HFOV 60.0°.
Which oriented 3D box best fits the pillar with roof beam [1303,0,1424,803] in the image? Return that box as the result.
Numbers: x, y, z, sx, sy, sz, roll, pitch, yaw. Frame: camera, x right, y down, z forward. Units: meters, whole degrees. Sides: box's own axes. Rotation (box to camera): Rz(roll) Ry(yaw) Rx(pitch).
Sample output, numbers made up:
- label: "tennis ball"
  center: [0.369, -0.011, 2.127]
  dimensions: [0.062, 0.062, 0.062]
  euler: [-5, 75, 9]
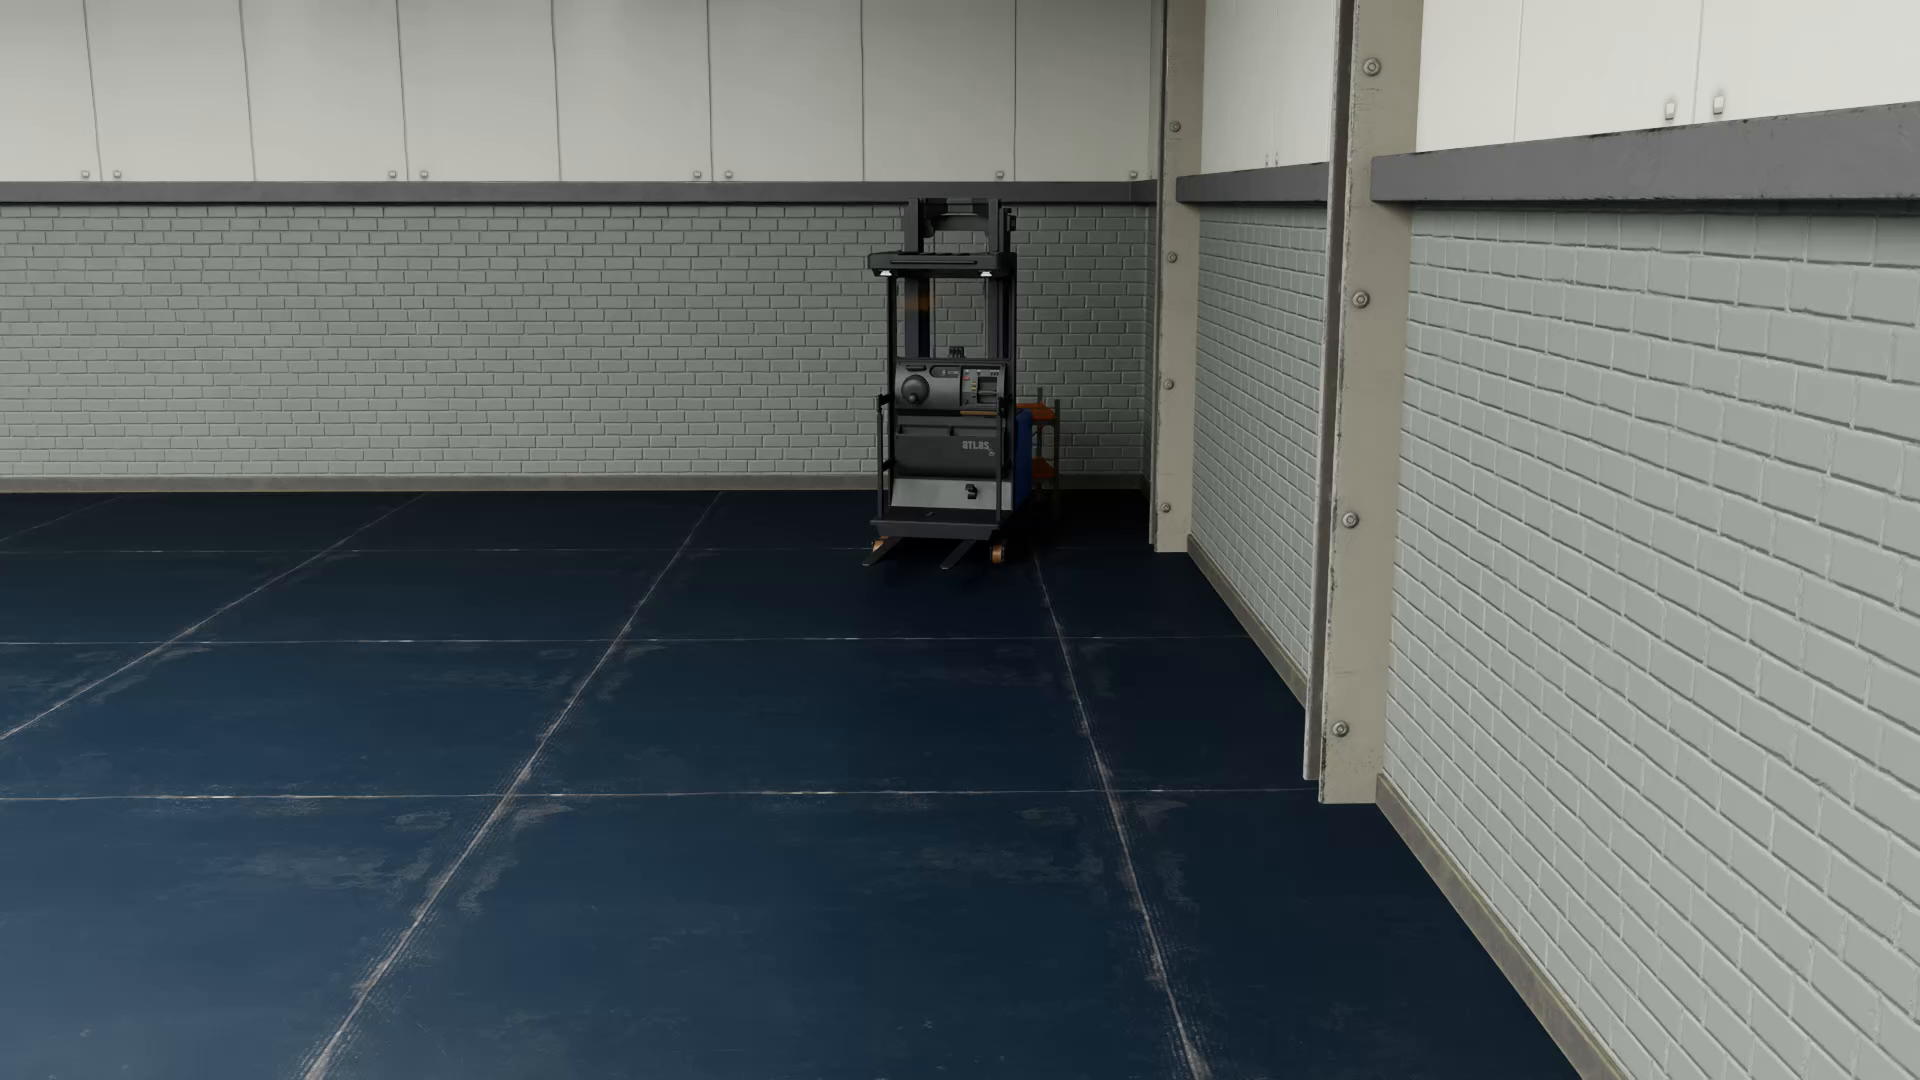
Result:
- label: "pillar with roof beam"
  center: [-2.381, -3.138, 7.391]
  dimensions: [9.100, 9.000, 0.400]
  euler: [0, 11, -1]

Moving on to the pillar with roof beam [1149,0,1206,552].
- label: "pillar with roof beam"
  center: [-2.505, -4.330, 13.270]
  dimensions: [9.100, 9.000, 0.400]
  euler: [0, 11, -1]

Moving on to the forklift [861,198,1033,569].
- label: "forklift"
  center: [-0.120, -1.315, 13.667]
  dimensions: [1.130, 2.935, 3.031]
  euler: [2, 12, 11]

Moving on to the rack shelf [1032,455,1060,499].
- label: "rack shelf"
  center: [0.609, -0.595, 15.891]
  dimensions: [0.538, 0.278, 1.000]
  euler: [-1, 12, -6]

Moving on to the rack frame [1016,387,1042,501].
- label: "rack frame"
  center: [0.553, -0.935, 16.338]
  dimensions: [0.500, 1.125, 0.032]
  euler: [-1, 12, -6]

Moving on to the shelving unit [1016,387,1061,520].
- label: "shelving unit"
  center: [0.609, -0.834, 15.843]
  dimensions: [0.538, 1.125, 1.048]
  euler: [-1, 12, -6]

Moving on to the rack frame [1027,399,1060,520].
- label: "rack frame"
  center: [0.665, -0.734, 15.348]
  dimensions: [0.500, 1.125, 0.032]
  euler: [-1, 12, -6]

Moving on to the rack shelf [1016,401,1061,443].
- label: "rack shelf"
  center: [0.609, -1.121, 15.784]
  dimensions: [0.538, 0.278, 1.000]
  euler: [-1, 12, -6]
